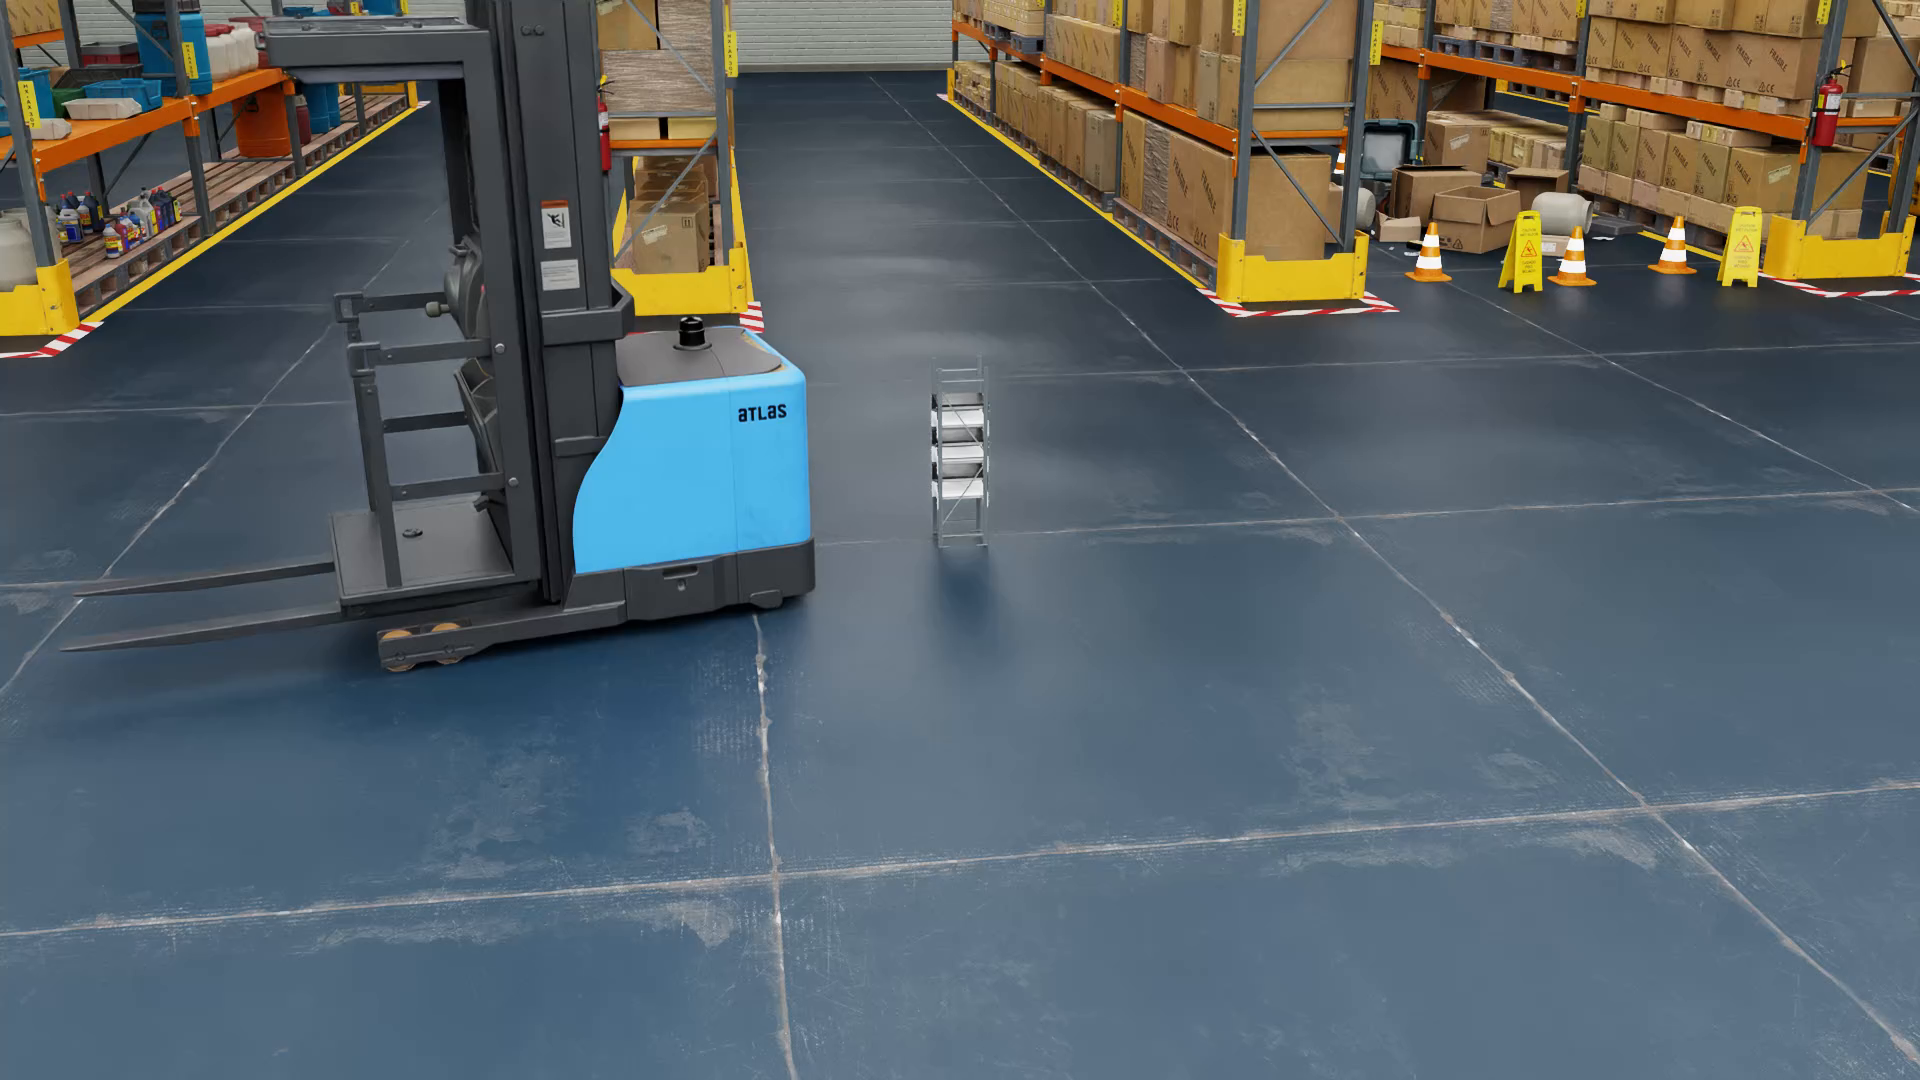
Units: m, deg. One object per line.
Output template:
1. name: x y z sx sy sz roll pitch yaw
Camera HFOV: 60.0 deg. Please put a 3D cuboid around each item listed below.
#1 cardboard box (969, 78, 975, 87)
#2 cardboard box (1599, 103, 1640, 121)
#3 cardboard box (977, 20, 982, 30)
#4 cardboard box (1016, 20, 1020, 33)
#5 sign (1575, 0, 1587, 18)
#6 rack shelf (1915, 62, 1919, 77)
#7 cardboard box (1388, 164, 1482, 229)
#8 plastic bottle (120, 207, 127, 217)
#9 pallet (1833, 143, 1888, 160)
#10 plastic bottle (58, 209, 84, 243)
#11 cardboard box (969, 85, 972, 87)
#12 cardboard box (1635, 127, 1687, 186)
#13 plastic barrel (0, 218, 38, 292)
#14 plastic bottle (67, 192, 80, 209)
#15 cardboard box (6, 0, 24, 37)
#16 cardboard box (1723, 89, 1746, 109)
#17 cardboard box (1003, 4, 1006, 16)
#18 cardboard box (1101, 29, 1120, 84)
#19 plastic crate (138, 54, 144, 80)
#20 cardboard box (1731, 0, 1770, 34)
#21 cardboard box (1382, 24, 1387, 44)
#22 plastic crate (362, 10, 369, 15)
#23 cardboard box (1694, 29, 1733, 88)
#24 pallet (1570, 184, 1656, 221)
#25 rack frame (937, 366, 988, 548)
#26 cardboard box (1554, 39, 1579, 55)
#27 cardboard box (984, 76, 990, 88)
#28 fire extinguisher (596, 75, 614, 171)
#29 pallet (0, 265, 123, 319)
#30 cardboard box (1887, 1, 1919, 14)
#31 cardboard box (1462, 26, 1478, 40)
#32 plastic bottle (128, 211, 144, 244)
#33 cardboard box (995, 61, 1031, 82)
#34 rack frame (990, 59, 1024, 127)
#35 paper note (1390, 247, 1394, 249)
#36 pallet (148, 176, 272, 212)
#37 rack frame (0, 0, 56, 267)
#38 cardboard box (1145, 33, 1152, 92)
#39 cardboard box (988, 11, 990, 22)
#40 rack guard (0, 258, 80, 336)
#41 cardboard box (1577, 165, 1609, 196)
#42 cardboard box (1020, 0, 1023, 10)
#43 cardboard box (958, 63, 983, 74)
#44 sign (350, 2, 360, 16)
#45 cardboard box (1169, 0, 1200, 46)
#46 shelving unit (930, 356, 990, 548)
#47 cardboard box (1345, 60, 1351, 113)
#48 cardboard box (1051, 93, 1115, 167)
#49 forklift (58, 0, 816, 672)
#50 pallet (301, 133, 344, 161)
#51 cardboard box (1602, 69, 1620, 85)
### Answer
1. cardboard box: 0.361 -7.382 26.744 0.380 0.149 0.250 -4 21 -10
2. cardboard box: 6.761 -4.365 16.947 0.380 0.149 0.250 -3 21 -7
3. cardboard box: 0.469 -7.882 25.392 0.380 0.149 0.250 -4 21 -10
4. cardboard box: 0.927 -6.567 21.271 0.380 0.149 0.250 -3 21 -7
5. sign: 6.436 -5.578 17.210 0.100 0.325 0.005 -3 21 -8
6. rack shelf: 11.608 -5.672 20.145 1.077 0.370 4.000 -3 21 -8
7. cardboard box: 4.660 -3.378 16.348 0.797 0.637 0.503 -3 21 -8
8. plastic bottle: -7.356 -2.801 14.681 0.061 0.283 0.133 -3 21 -8
9. pallet: 11.400 -5.109 21.592 1.003 0.211 1.213 -3 21 -8
10. plastic bottle: -7.786 -2.749 14.553 0.152 0.276 0.135 -3 21 -8
11. cardboard box: 0.351 -7.249 26.813 0.380 0.149 0.250 -3 21 -8
12. cardboard box: 6.965 -3.743 16.208 0.500 0.500 0.500 -2 21 -5
13. plastic barrel: -7.317 -2.186 12.737 0.421 0.512 0.421 0 20 0
14. plastic bottle: -8.017 -2.980 15.066 0.144 0.351 0.185 -2 21 -6
15. cardboard box: -13.729 -7.424 23.665 0.500 0.500 0.500 -3 21 -8
16. cardboard box: 7.067 -3.941 14.840 0.380 0.149 0.250 -3 21 -7
17. cardboard box: 0.777 -7.068 22.187 0.380 0.149 0.250 -3 21 -9
18. cardboard box: 1.761 -4.995 17.159 0.500 0.500 0.500 -3 21 -8
19. plastic crate: -8.190 -4.674 16.467 0.392 0.384 0.575 -3 21 -8
20. cardboard box: 7.206 -4.676 14.453 0.700 0.500 0.500 -3 21 -7
21. cardboard box: 5.933 -6.893 22.599 0.500 0.250 0.500 -3 21 -8
22. plastic crate: -8.914 -7.596 24.351 0.437 0.282 0.530 -3 21 -8
23. cardboard box: 7.074 -4.388 15.108 0.500 0.500 0.500 -3 21 -8
24. pallet: 7.117 -3.528 17.361 1.003 0.211 1.213 -3 21 -8
25. rack frame: 0.014 -0.389 7.972 0.240 0.900 0.006 -3 21 -8
26. cardboard box: 6.637 -5.309 17.901 0.380 0.149 0.250 -3 21 -7
27. cardboard box: 0.563 -6.887 24.992 0.380 0.149 0.250 -3 21 -7
28. fire extinguisher: -2.685 -3.081 12.290 0.296 0.674 0.183 -3 21 -8
29. pallet: -7.316 -1.930 13.082 1.003 0.211 1.213 -3 21 -8
30. cardboard box: 11.404 -6.396 19.983 0.380 0.149 0.250 -3 21 -8
31. cardboard box: 6.292 -6.114 20.059 0.380 0.149 0.250 -3 21 -7
32. plastic bottle: -7.192 -2.726 14.497 0.097 0.271 0.097 0 20 0
33. cardboard box: 0.793 -6.658 23.657 0.500 0.250 0.500 -4 21 -10
34. rack frame: 0.948 -7.551 24.145 1.000 3.000 0.127 -3 21 -8
35. paper note: 4.015 -2.714 15.469 0.032 0.001 0.123 8 22 20
36. pallet: -8.054 -3.703 17.828 1.003 0.211 1.213 -3 21 -8
37. rack frame: -7.146 -2.931 11.776 1.000 3.000 0.127 -3 21 -8
38. cardboard box: 2.268 -4.534 15.855 0.875 0.550 0.550 -3 21 -8
39. cardboard box: 0.595 -7.374 23.432 0.380 0.149 0.250 -3 21 -7
40. rack guard: -7.204 -1.784 12.277 1.175 0.500 0.348 -3 21 -8
41. cardboard box: 6.803 -3.756 17.315 0.500 0.250 0.500 -4 21 -10
42. cardboard box: 0.966 -6.757 20.929 0.380 0.149 0.250 -3 21 -8
43. cardboard box: 0.179 -7.694 27.152 0.380 0.149 0.250 -3 21 -8
44. sign: -8.332 -7.242 22.924 0.100 0.325 0.005 -3 21 -8
45. cardboard box: 2.341 -4.666 14.663 0.875 0.550 0.500 -3 21 -8
46. shelving unit: -0.001 -0.424 8.066 0.258 0.900 0.210 -3 21 -8
47. cardboard box: 6.000 -6.826 24.641 0.875 0.875 0.875 -2 21 -6
48. cardboard box: 1.653 -4.791 19.370 1.050 0.750 0.750 -3 21 -7
49. forklift: -2.216 -1.046 6.826 3.031 2.935 1.130 -8 22 -21
50. pallet: -8.627 -5.087 21.534 1.003 0.211 1.213 -3 21 -8
51. cardboard box: 6.801 -4.738 16.972 0.380 0.149 0.250 -2 21 -6
